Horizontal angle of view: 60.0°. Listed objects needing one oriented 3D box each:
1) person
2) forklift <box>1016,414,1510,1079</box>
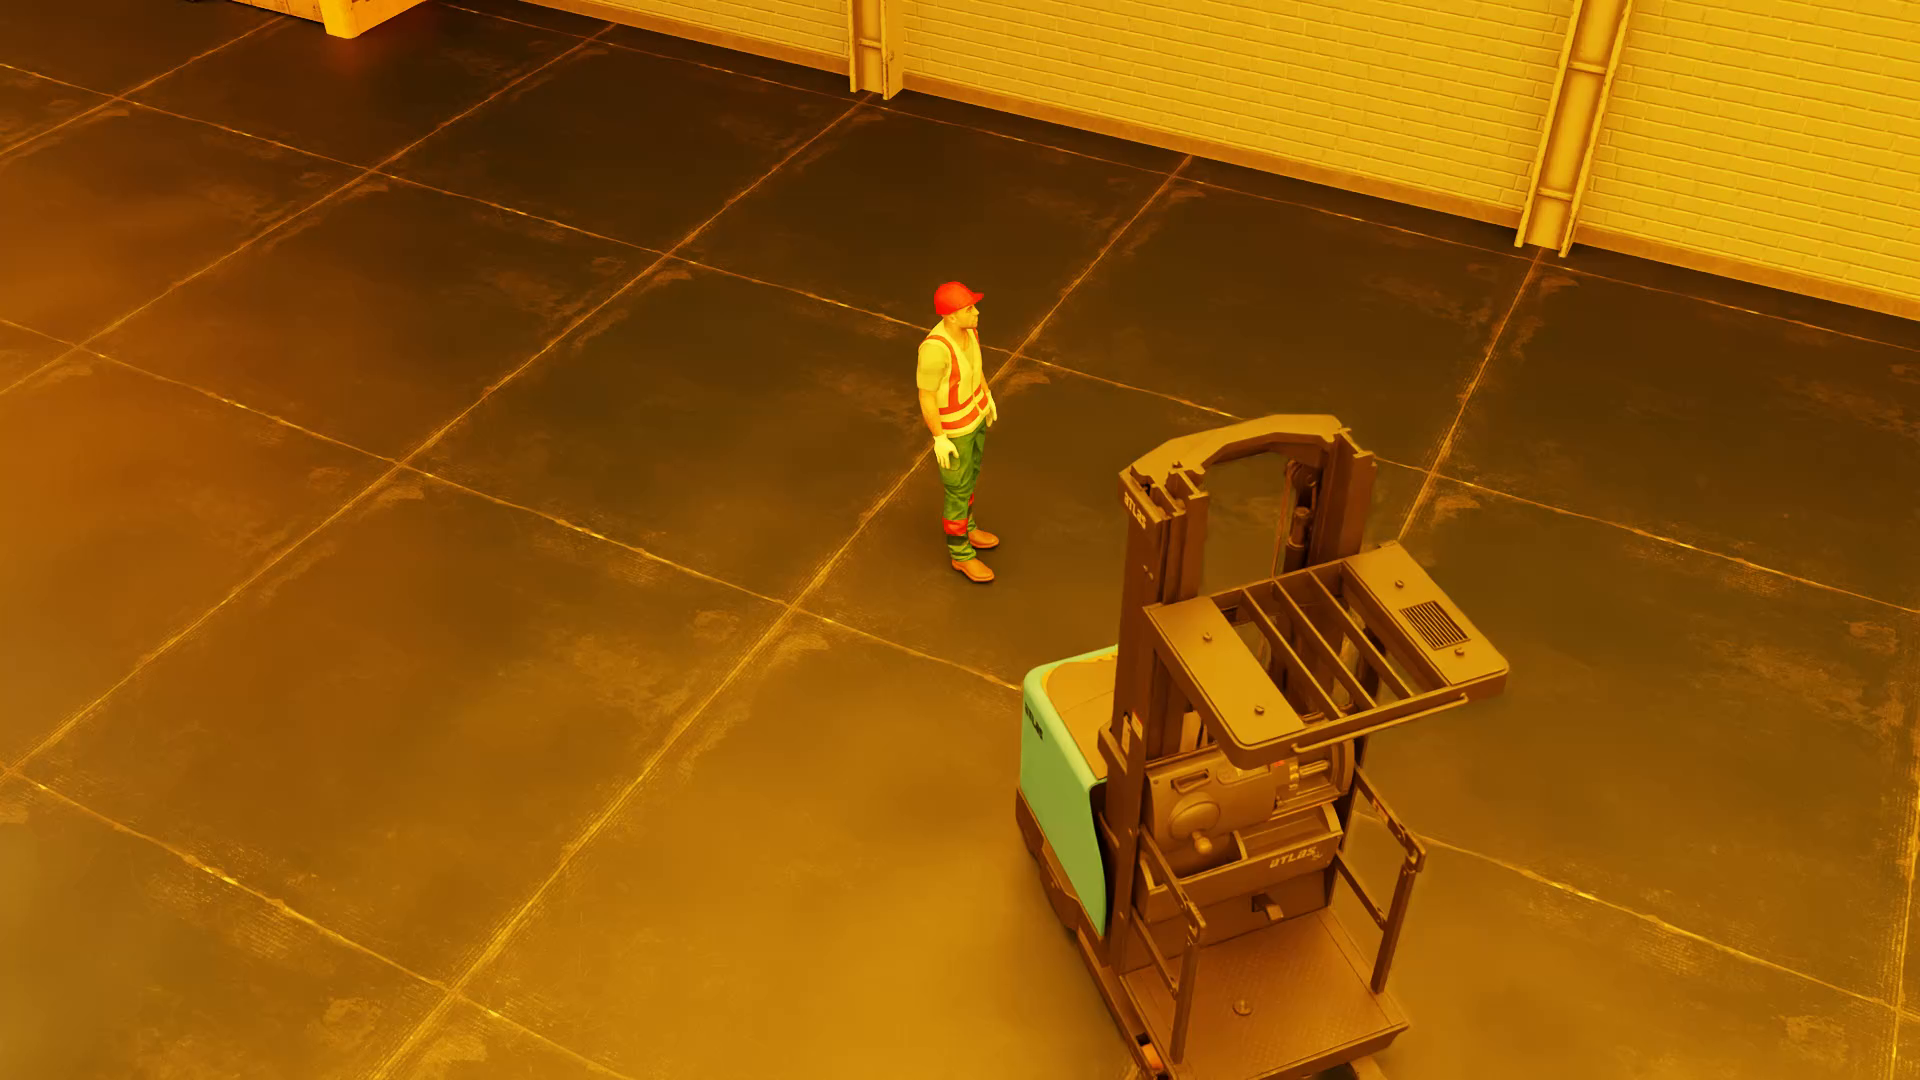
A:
[{"bbox_3d":[0.065,-0.659,9.645,0.564,1.787,0.638,18,43,21],"label":"person"},{"bbox_3d":[1.284,1.091,6.691,1.130,2.935,3.031,-14,42,-16],"label":"forklift"}]
